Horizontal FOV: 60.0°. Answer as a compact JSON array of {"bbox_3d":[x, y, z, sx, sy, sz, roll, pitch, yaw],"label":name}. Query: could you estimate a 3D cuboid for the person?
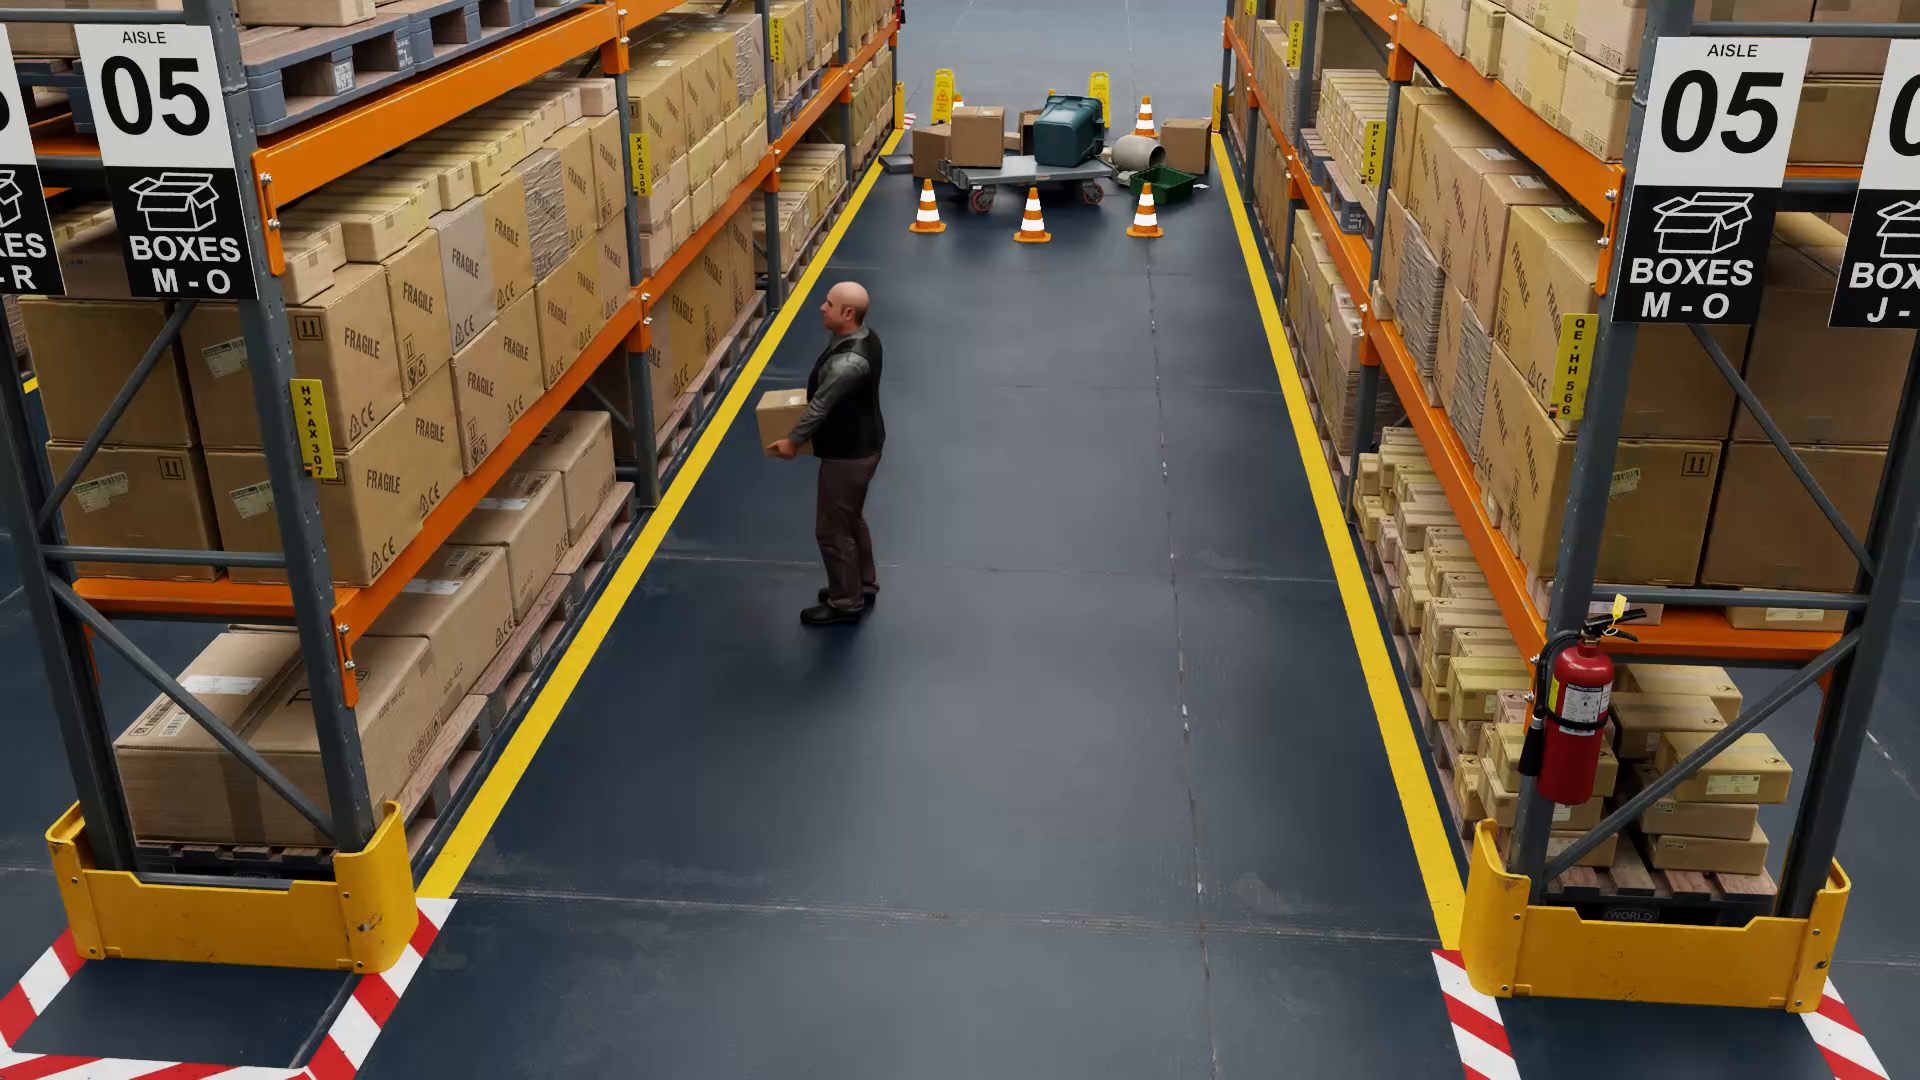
[{"bbox_3d":[-0.643,-0.416,8.059,0.555,1.718,0.495,2,24,4],"label":"person"}]
